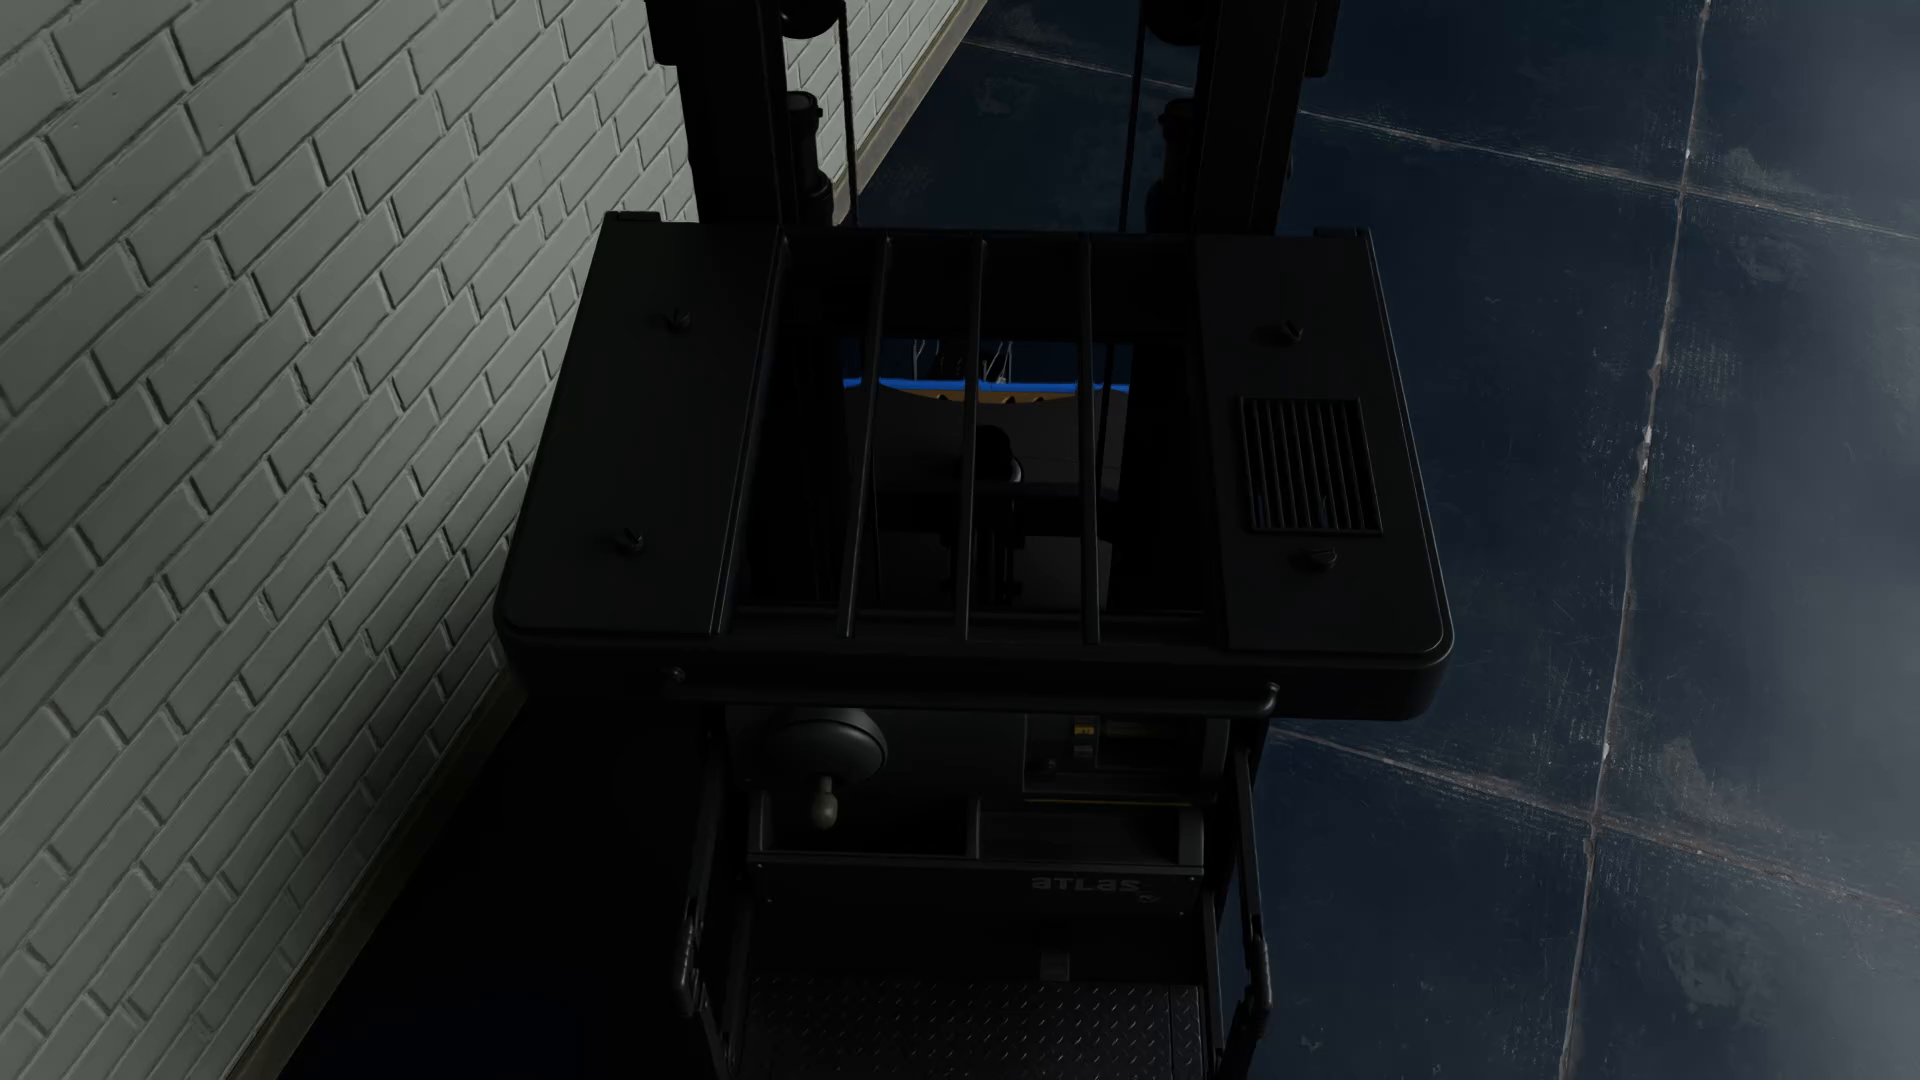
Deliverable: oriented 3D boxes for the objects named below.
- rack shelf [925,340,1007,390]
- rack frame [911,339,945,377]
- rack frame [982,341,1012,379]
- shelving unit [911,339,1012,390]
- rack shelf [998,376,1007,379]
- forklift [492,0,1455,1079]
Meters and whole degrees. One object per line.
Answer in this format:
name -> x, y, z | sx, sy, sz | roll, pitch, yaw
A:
rack shelf -> 0.008, -0.448, 4.729 | 0.200, 0.077, 0.258 | 16, 51, 13
rack frame -> -0.088, -0.319, 4.931 | 0.006, 0.900, 0.240 | 16, 51, 13
rack frame -> 0.103, -0.266, 4.885 | 0.006, 0.900, 0.240 | 16, 51, 13
shelving unit -> 0.008, -0.293, 4.908 | 0.210, 0.900, 0.258 | 16, 51, 13
rack shelf -> 0.008, -0.389, 4.797 | 0.200, 0.077, 0.258 | 16, 51, 13
forklift -> 0.026, 0.450, 2.920 | 1.130, 2.935, 3.031 | 1, 49, 1
